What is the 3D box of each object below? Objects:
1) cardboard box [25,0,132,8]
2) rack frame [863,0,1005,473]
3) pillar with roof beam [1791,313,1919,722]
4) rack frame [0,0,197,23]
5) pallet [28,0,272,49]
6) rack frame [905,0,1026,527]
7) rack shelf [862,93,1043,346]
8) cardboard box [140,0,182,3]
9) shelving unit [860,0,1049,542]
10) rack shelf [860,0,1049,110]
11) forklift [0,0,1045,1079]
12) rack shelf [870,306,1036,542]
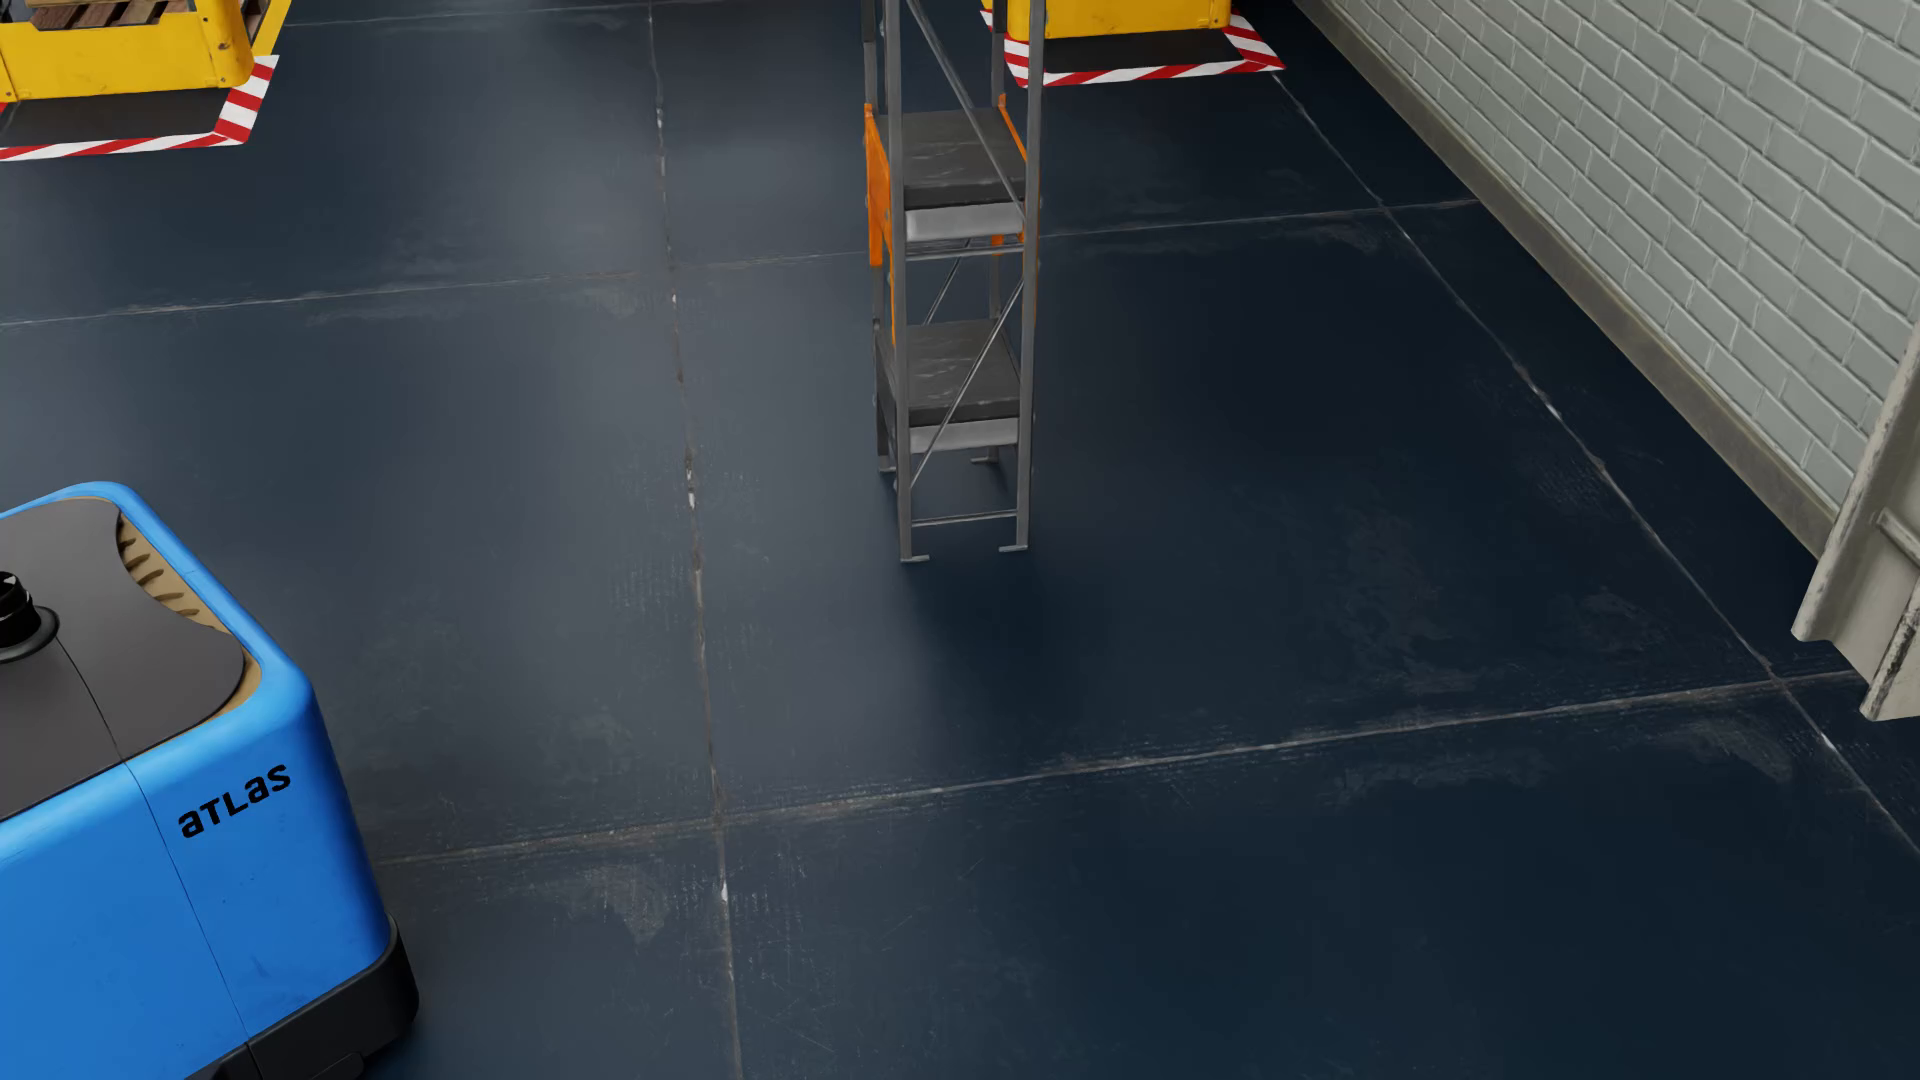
[{"bbox_3d":[-4.479,-2.942,8.491,0.500,0.250,0.500,-6,38,-8],"label":"cardboard box"},{"bbox_3d":[-0.072,-1.077,4.924,0.400,2.100,0.015,-6,38,-8],"label":"rack frame"},{"bbox_3d":[-1.603,-2.724,1.421,9.100,9.000,0.400,-6,38,-8],"label":"pillar with roof beam"},{"bbox_3d":[-4.068,-3.388,7.166,1.000,3.000,0.127,-6,38,-8],"label":"rack frame"},{"bbox_3d":[-4.189,-2.828,8.718,1.003,0.211,1.213,-6,38,-8],"label":"pallet"},{"bbox_3d":[0.015,-0.782,4.545,0.380,1.831,0.006,-6,38,-8],"label":"rack frame"},{"bbox_3d":[-0.029,-0.918,4.743,0.431,0.518,0.480,-6,38,-8],"label":"rack shelf"},{"bbox_3d":[-3.937,-2.985,8.547,0.500,0.250,0.500,-7,38,-8],"label":"cardboard box"},{"bbox_3d":[-0.029,-0.930,4.736,0.431,2.100,0.499,-6,38,-8],"label":"shelving unit"},{"bbox_3d":[-0.029,-1.471,4.313,0.431,0.518,0.480,-6,38,-8],"label":"rack shelf"},{"bbox_3d":[-1.828,-0.103,2.994,5.275,2.935,1.130,-30,47,-33],"label":"forklift"},{"bbox_3d":[-0.029,-0.366,5.172,0.431,0.518,0.480,-6,38,-8],"label":"rack shelf"}]
